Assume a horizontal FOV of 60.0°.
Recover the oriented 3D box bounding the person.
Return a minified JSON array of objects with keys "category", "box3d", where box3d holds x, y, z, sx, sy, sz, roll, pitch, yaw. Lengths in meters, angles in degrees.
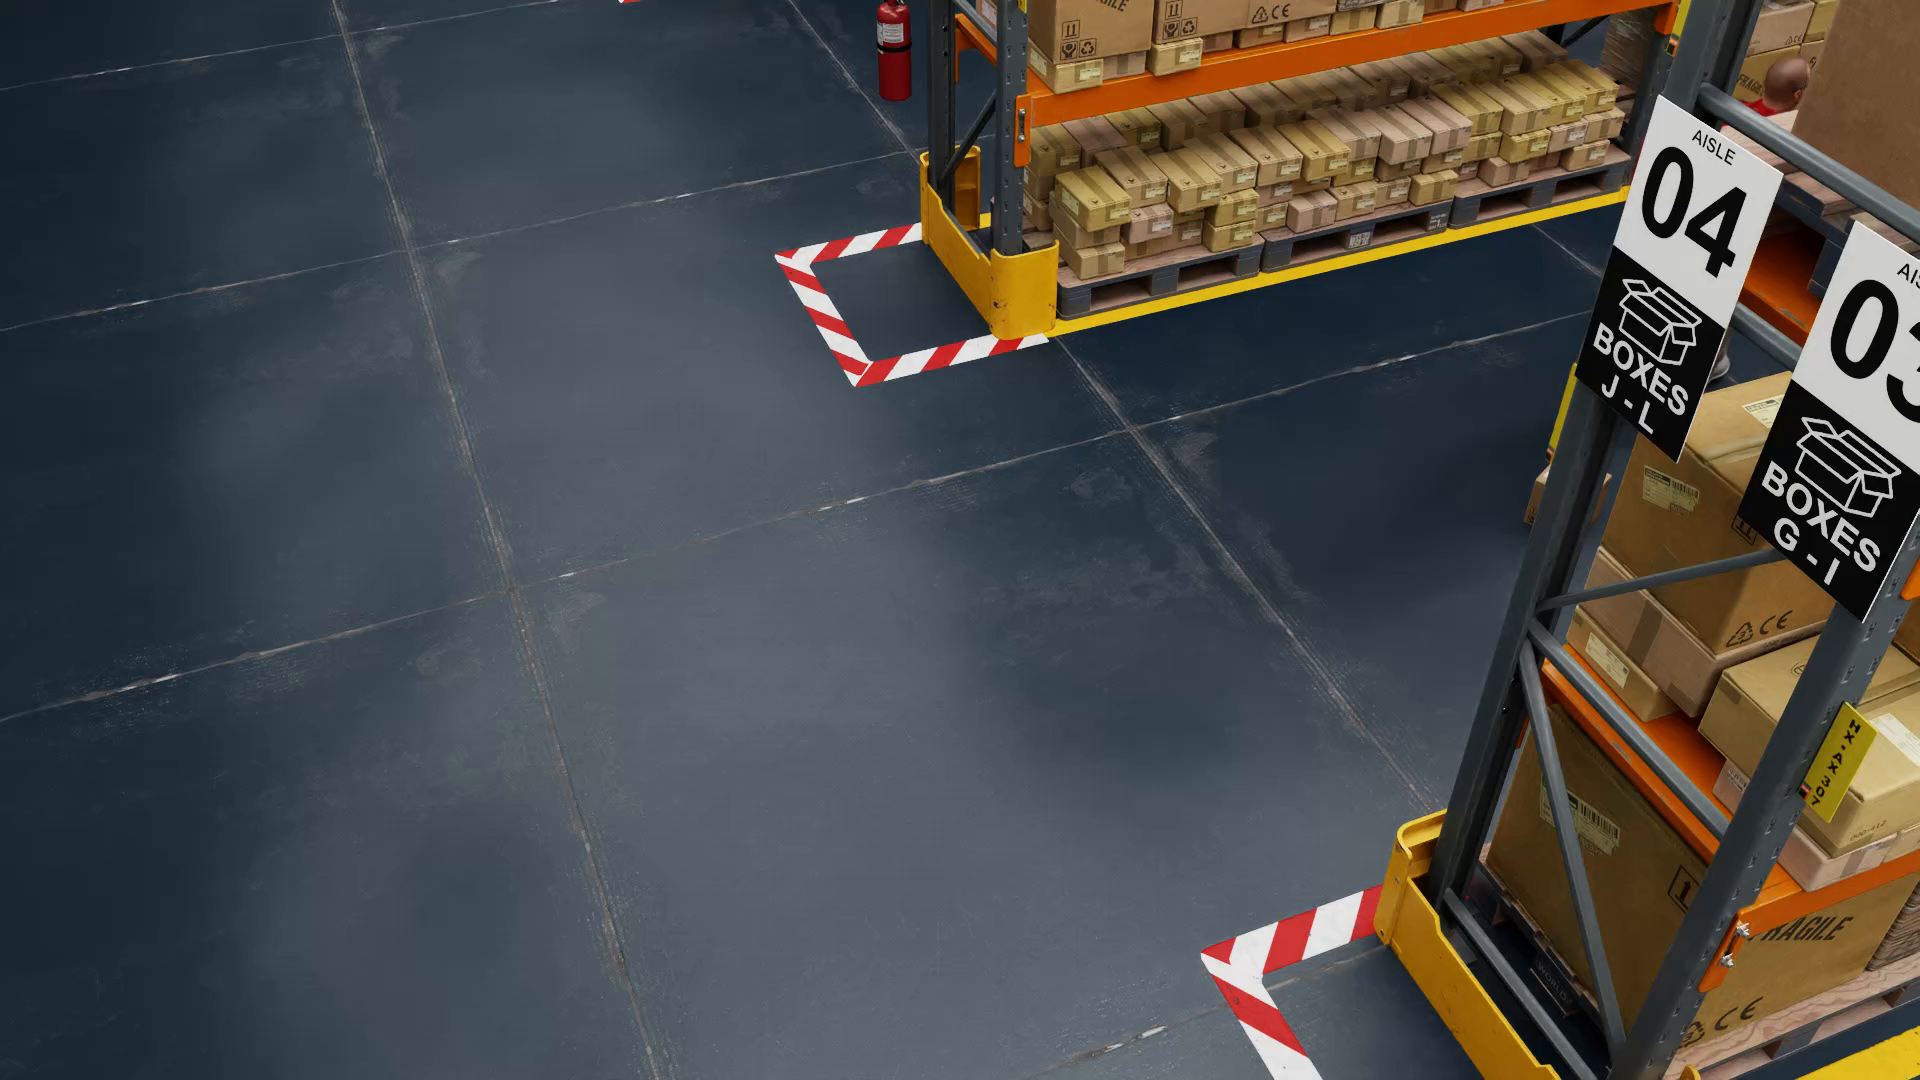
[{"category":"person","box3d":[3.613,-1.455,7.779,0.577,1.713,0.554,-30,50,-30]}]
